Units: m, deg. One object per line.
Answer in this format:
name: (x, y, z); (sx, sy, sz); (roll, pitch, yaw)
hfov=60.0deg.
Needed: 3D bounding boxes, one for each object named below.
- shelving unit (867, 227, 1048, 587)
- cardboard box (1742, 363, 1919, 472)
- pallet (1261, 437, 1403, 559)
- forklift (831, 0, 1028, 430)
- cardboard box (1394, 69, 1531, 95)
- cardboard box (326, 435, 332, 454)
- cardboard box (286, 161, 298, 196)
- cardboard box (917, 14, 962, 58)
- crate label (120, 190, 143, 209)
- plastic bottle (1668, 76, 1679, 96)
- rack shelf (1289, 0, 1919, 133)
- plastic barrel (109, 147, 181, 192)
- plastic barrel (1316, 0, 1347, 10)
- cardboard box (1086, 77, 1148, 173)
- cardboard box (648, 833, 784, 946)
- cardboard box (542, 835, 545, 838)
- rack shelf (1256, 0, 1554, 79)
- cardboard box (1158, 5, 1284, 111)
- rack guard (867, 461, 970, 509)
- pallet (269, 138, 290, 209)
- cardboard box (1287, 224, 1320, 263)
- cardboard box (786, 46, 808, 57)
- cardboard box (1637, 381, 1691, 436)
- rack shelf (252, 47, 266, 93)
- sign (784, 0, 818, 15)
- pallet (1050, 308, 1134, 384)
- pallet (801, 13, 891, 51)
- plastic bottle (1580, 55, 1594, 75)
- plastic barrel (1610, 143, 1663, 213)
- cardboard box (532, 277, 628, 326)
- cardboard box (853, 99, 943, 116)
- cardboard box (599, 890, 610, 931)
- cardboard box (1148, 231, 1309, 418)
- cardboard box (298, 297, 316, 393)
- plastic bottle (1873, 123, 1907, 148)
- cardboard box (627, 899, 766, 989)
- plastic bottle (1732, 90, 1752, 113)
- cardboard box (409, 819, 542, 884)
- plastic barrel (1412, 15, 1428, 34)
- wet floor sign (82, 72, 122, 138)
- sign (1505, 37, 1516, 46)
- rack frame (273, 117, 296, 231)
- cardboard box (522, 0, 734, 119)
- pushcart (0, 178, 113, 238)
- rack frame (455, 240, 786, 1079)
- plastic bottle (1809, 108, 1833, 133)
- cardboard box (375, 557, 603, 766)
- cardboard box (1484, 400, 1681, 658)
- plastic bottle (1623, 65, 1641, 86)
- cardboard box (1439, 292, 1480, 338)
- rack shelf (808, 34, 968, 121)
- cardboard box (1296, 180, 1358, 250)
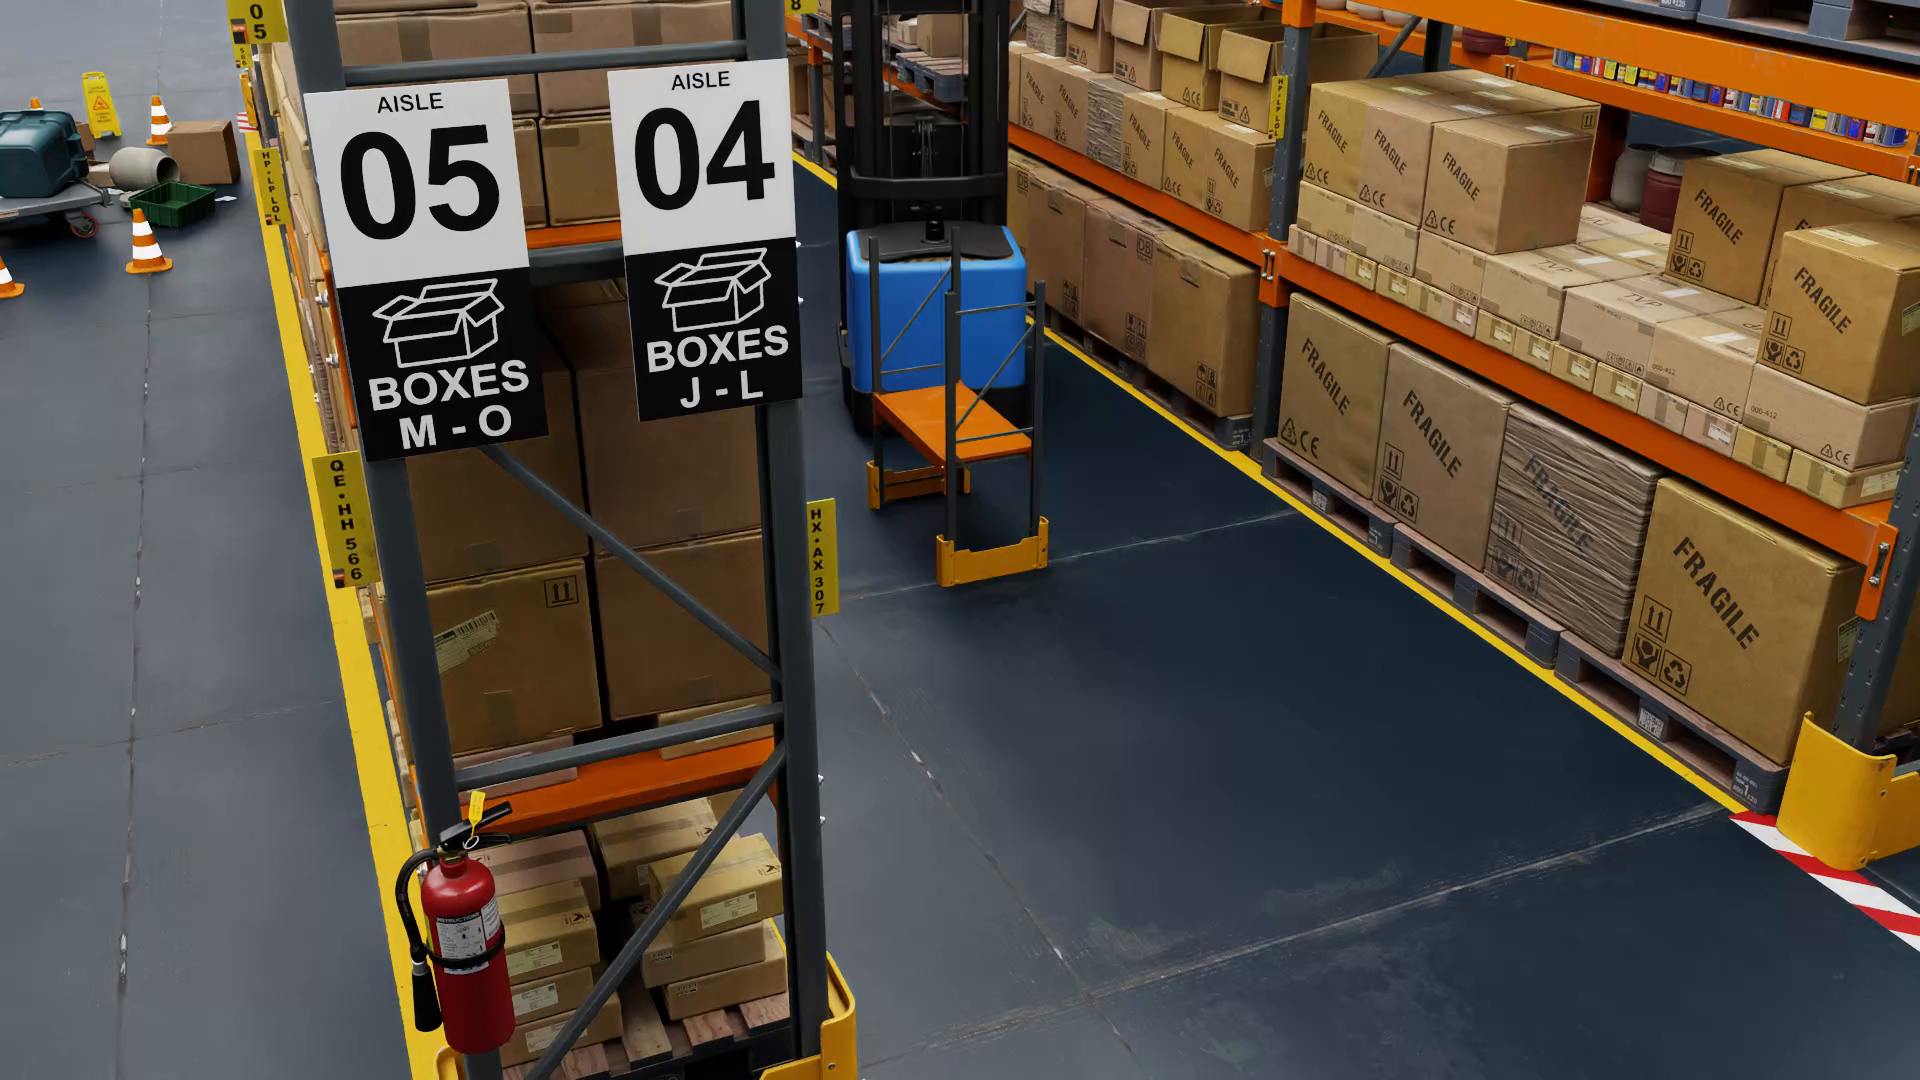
shelving unit: (-0.030, -0.705, 8.484); (0.587, 1.500, 1.083); (-11, 28, -21)
cardboard box: (3.309, -0.496, 6.179); (0.500, 0.250, 0.500); (-11, 28, -21)
pallet: (2.402, -0.321, 9.167); (1.003, 0.211, 1.213); (-11, 28, -21)
forklift: (-0.268, -2.586, 10.707); (1.130, 2.935, 3.031); (-3, 26, -6)
cardboard box: (2.603, -2.158, 8.728); (0.500, 0.500, 0.500); (-10, 28, -19)
cardboard box: (-2.948, -0.404, 8.529); (0.500, 0.500, 0.500); (-11, 28, -22)
cardboard box: (-2.088, -1.071, 5.933); (0.500, 0.500, 0.500); (-10, 28, -20)
cardboard box: (0.051, -4.162, 13.263); (0.700, 0.500, 0.500); (-6, 27, -13)
crate label: (-7.296, -3.021, 14.781); (0.250, 0.136, 0.298); (13, 29, 24)
plastic bottle: (5.512, -3.554, 12.758); (0.097, 0.271, 0.097); (0, 26, 0)
rack shelf: (2.960, -2.112, 7.057); (1.077, 0.370, 4.000); (-11, 28, -21)
plastic barrel: (-7.415, -3.349, 15.127); (0.512, 0.421, 0.421); (8, 27, 15)
plastic barrel: (3.774, -5.612, 16.671); (0.433, 0.535, 0.433); (0, 26, 0)
cardboard box: (1.152, -2.695, 10.737); (0.500, 0.500, 0.500); (-10, 28, -20)
cardboard box: (-0.753, 1.087, 5.197); (0.380, 0.149, 0.250); (-12, 28, -23)
cardboard box: (-1.535, 1.117, 5.475); (0.380, 0.149, 0.250); (-12, 28, -23)
rack shelf: (4.384, -4.844, 16.073); (1.077, 0.370, 4.000); (-11, 28, -21)
cardboard box: (1.661, -2.926, 10.066); (0.797, 0.503, 0.637); (-10, 28, -20)
rack guard: (-0.225, -0.344, 9.170); (0.587, 0.250, 0.087); (-11, 28, -21)
pallet: (-3.616, -2.342, 10.347); (1.213, 0.211, 1.003); (-11, 28, -21)
cardboard box: (1.986, -1.605, 8.905); (0.380, 0.149, 0.250); (-11, 28, -20)
cardboard box: (-1.800, -5.058, 18.061); (0.500, 0.500, 0.500); (-8, 27, -16)
cardboard box: (3.003, -0.561, 6.767); (0.380, 0.149, 0.250); (-10, 28, -20)
rack shelf: (-3.210, -2.915, 8.703); (1.077, 0.370, 4.000); (-11, 28, -21)
sign: (-0.361, -1.302, 3.583); (0.100, 0.325, 0.005); (-11, 28, -21)
pallet: (1.324, -1.433, 11.445); (1.003, 0.211, 1.213); (-11, 28, -21)
pallet: (-0.791, -4.704, 15.185); (1.003, 0.211, 1.213); (-11, 28, -21)
plastic bottle: (5.126, -3.937, 13.528); (0.061, 0.283, 0.133); (-11, 28, -21)
plastic barrel: (5.678, -3.024, 13.881); (0.421, 0.512, 0.421); (0, 26, 0)
cardboard box: (-0.995, -0.526, 4.815); (0.500, 0.500, 0.500); (-10, 28, -19)
cardboard box: (-0.566, -3.751, 15.361); (0.700, 0.500, 0.500); (-11, 28, -21)
cardboard box: (-1.052, 1.167, 5.712); (0.380, 0.149, 0.250); (-10, 28, -20)
cardboard box: (1.908, -1.383, 10.107); (1.225, 0.875, 0.875); (-10, 28, -20)
cardboard box: (-3.751, -1.231, 10.224); (0.500, 0.500, 0.500); (-10, 28, -20)
plastic bottle: (6.282, -2.793, 11.193); (0.152, 0.276, 0.135); (-11, 28, -21)
cardboard box: (-0.829, 1.235, 5.234); (0.380, 0.149, 0.250); (-9, 28, -18)
plastic bottle: (5.798, -3.292, 12.216); (0.152, 0.276, 0.135); (-11, 28, -21)
cardboard box: (-1.565, 0.993, 5.391); (0.380, 0.149, 0.250); (-11, 28, -22)
plastic barrel: (4.403, -4.959, 15.361); (0.421, 0.512, 0.421); (0, 26, 0)
wet floor sign: (-8.959, -4.541, 17.315); (0.267, 0.644, 0.232); (-16, 30, -29)
sign: (4.664, -4.336, 14.026); (0.100, 0.325, 0.005); (-11, 28, -21)
rack frame: (-2.427, -1.083, 7.549); (1.000, 3.000, 0.127); (-11, 28, -21)
cardboard box: (-0.797, -1.199, 3.970); (0.500, 0.250, 0.500); (-10, 28, -20)
pushcart: (-7.996, -2.655, 13.757); (1.648, 0.377, 0.936); (-22, 34, -38)
rack frame: (-0.857, 0.531, 4.243); (0.949, 2.616, 0.053); (-11, 28, -21)
plastic bottle: (6.073, -3.038, 11.610); (0.144, 0.351, 0.185); (-11, 28, -21)
cardboard box: (-1.273, 0.216, 4.436); (0.500, 0.500, 0.500); (-10, 28, -20)
cardboard box: (3.063, -0.126, 7.531); (0.875, 0.875, 0.875); (-11, 28, -21)
plastic bottle: (5.322, -3.736, 13.115); (0.061, 0.283, 0.133); (-11, 28, -21)
cardboard box: (2.495, -1.082, 7.833); (0.380, 0.149, 0.250); (-10, 28, -20)
rack shelf: (-0.173, -3.993, 14.330); (1.077, 0.370, 4.000); (-11, 28, -21)
cardboard box: (2.120, -1.726, 8.698); (0.500, 0.250, 0.500); (-11, 28, -22)
